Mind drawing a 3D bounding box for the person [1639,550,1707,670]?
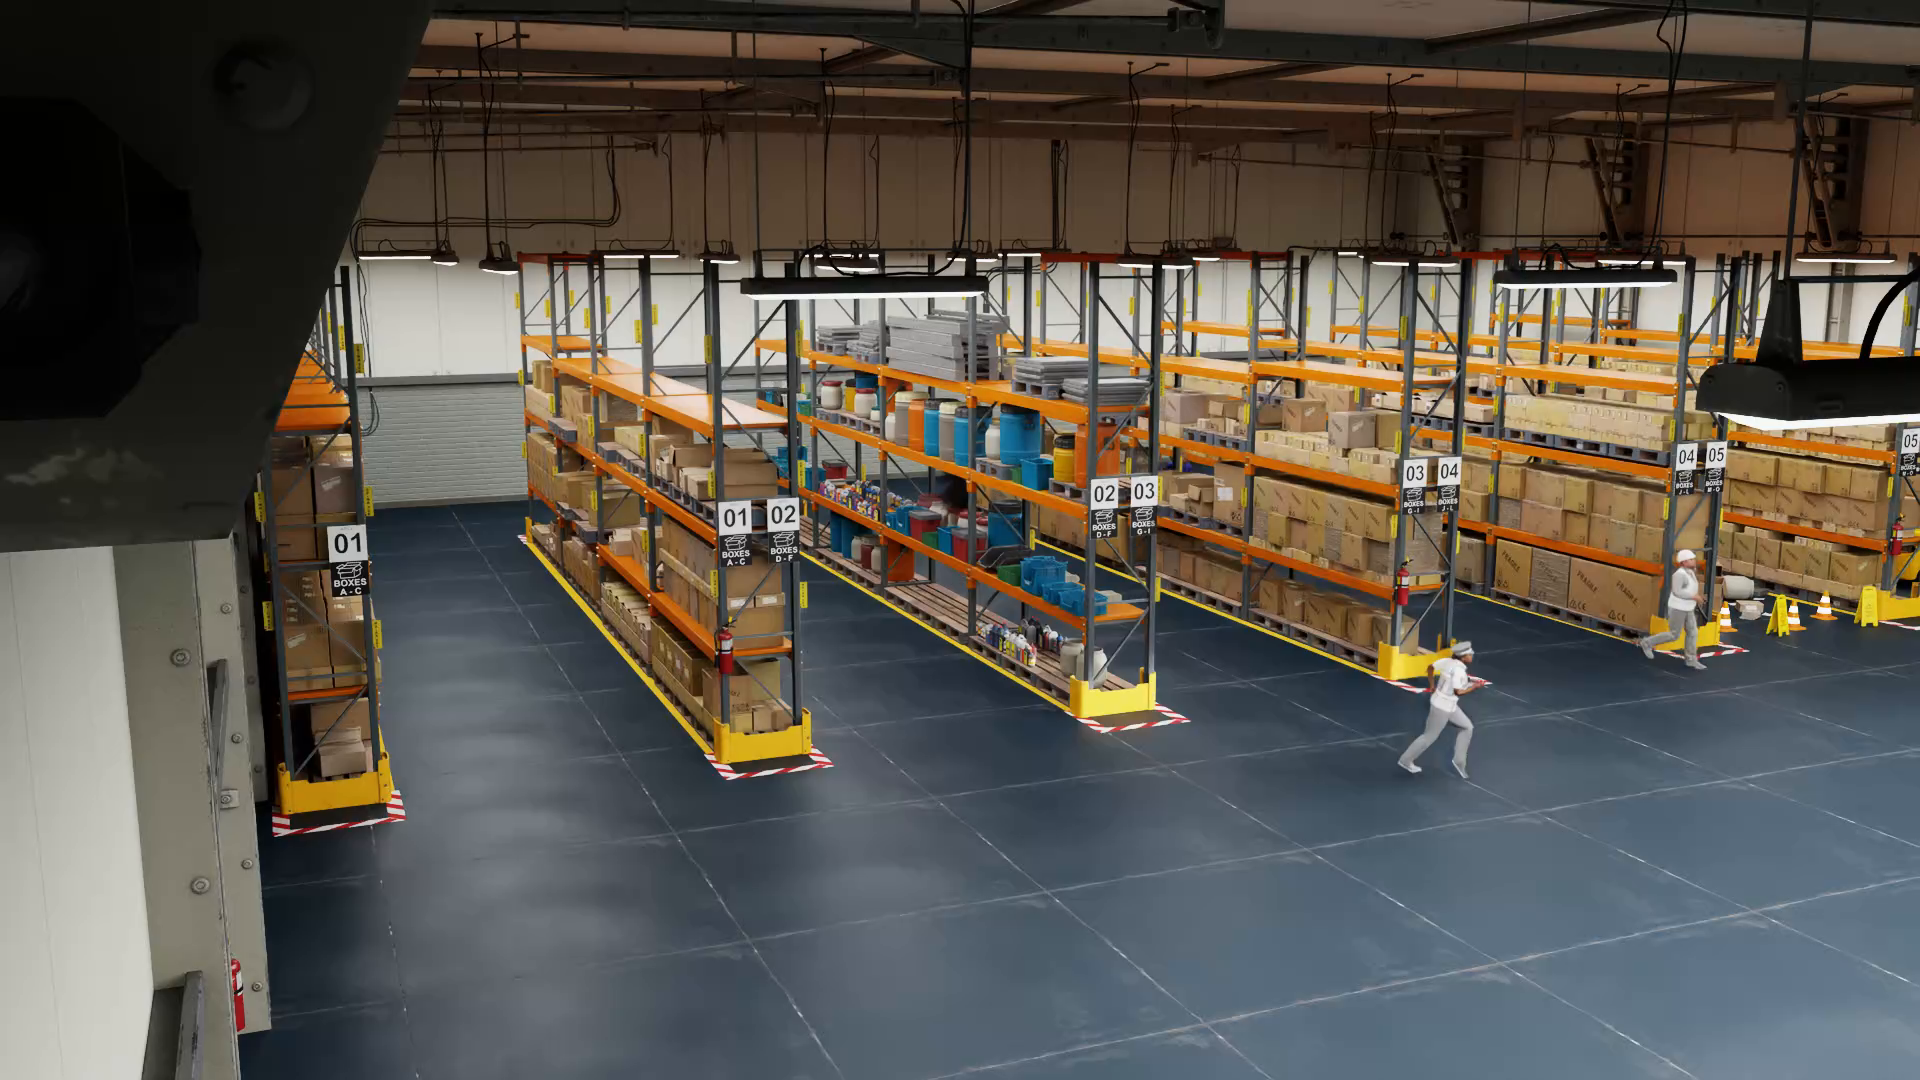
[{"bbox_3d":[10.652,1.006,24.657,0.937,1.774,0.675,8,13,39],"label":"person"}]

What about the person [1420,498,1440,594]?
[{"bbox_3d":[8.280,0.107,29.616,0.651,1.737,0.567,-5,12,-27],"label":"person"}]

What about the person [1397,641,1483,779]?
[{"bbox_3d":[5.643,2.006,19.538,0.918,1.683,0.569,2,11,13],"label":"person"}]

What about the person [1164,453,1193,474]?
[{"bbox_3d":[4.843,-1.156,36.855,0.566,1.602,0.862,-6,12,-28],"label":"person"}]
